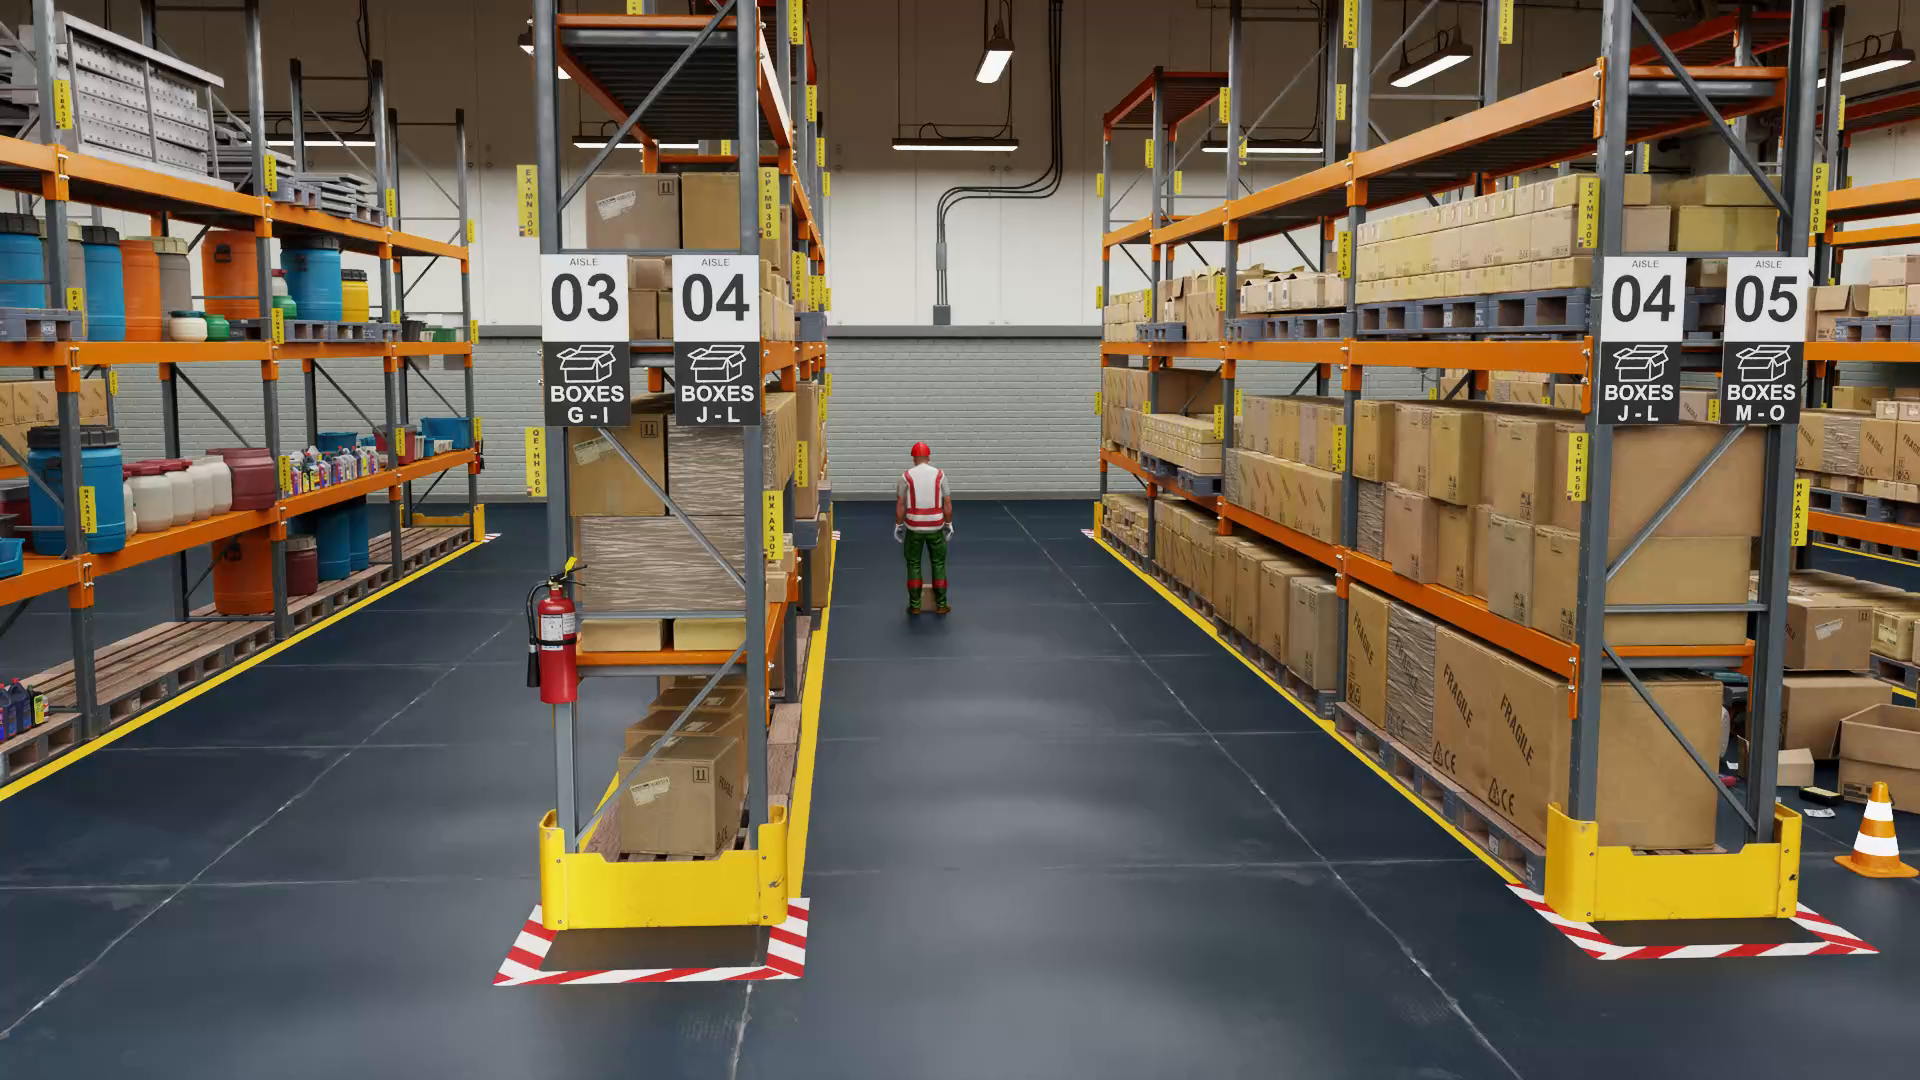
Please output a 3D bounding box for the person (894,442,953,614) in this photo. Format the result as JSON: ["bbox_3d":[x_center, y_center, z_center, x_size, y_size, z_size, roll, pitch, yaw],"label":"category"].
[{"bbox_3d":[-0.377,-0.126,17.235,0.619,1.779,0.449,-1,7,-7],"label":"person"}]
